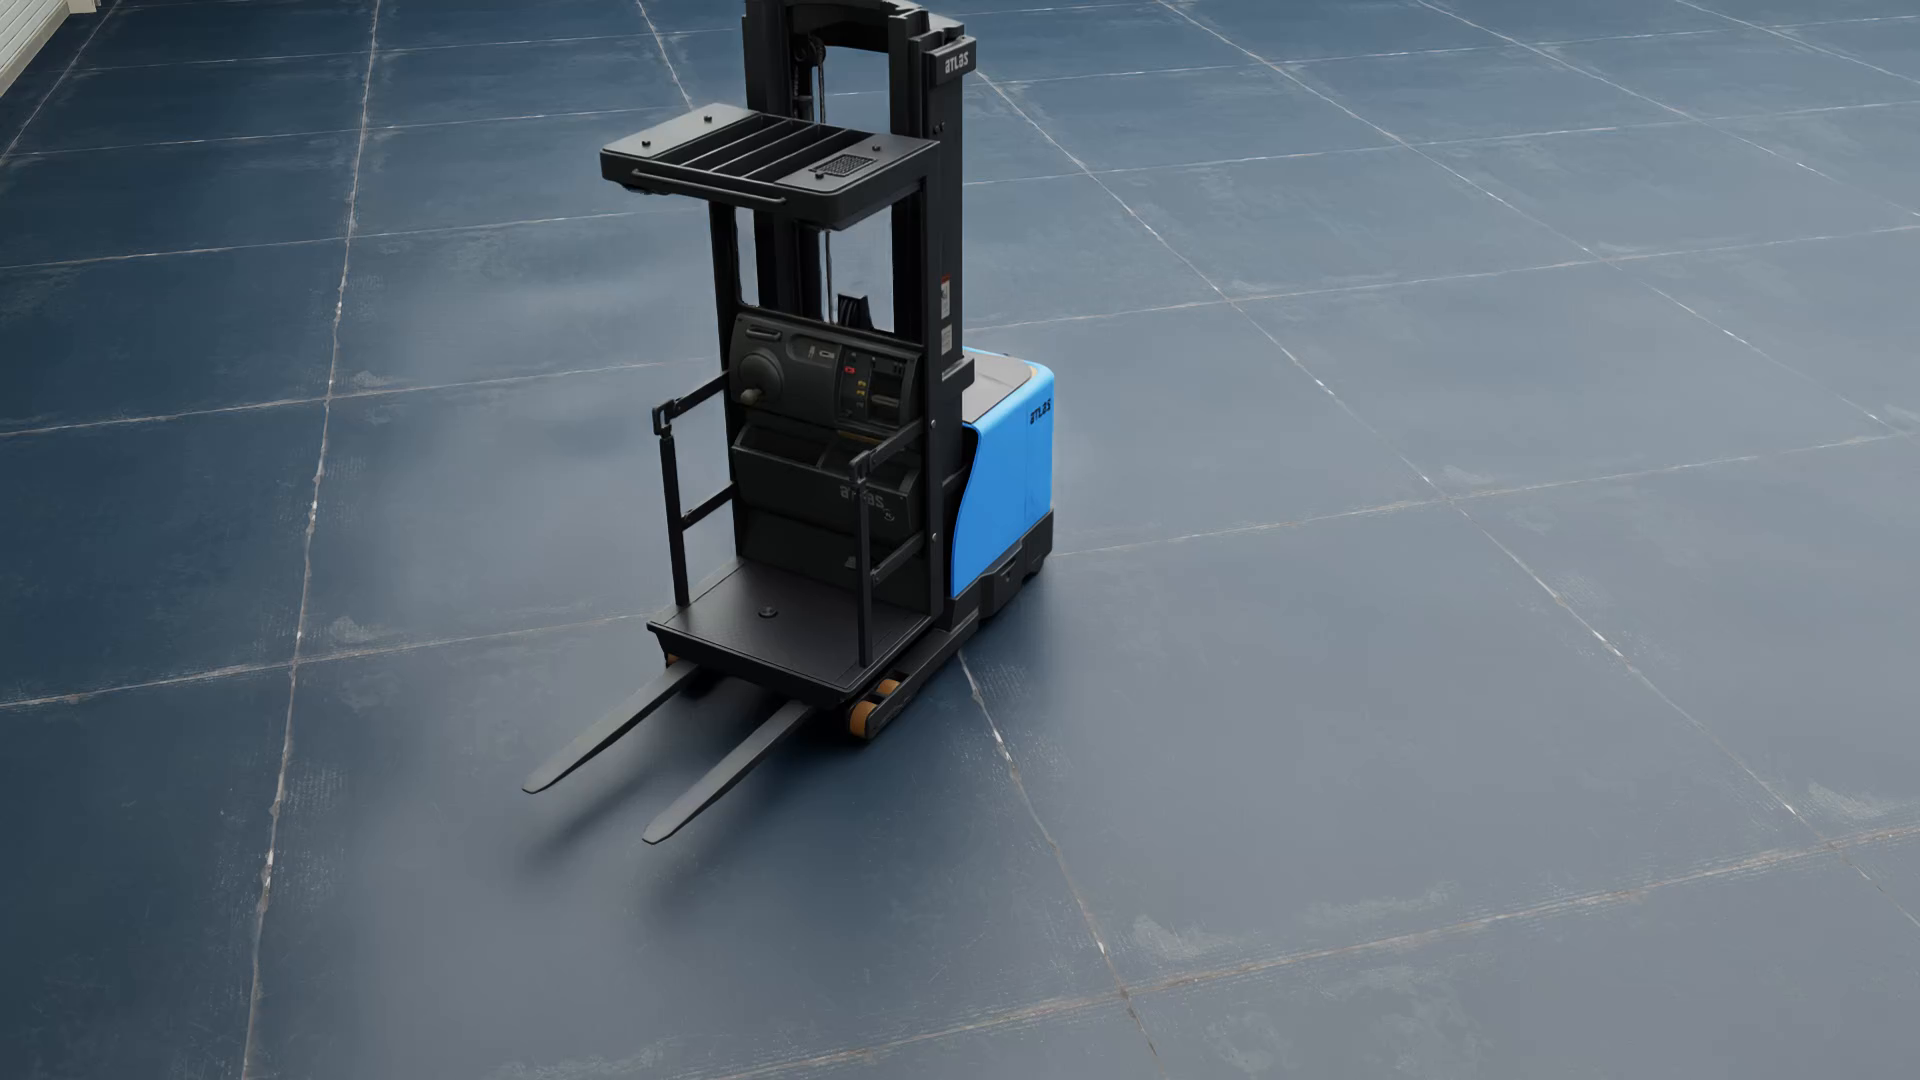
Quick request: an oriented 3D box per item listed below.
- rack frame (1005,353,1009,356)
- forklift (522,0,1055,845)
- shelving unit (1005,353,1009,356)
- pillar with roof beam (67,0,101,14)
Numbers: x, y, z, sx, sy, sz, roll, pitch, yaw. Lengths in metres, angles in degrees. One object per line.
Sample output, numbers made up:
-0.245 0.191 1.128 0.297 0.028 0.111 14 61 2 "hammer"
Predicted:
0.136 -0.565 8.827 0.240 0.900 0.006 -7 31 -12 "rack frame"
-0.698 -0.662 6.968 1.130 2.935 3.031 16 34 26 "forklift"
0.160 -0.515 8.742 0.258 0.900 0.210 -7 31 -12 "shelving unit"
-6.126 -10.695 18.245 9.100 9.000 0.400 -8 31 -13 "pillar with roof beam"
